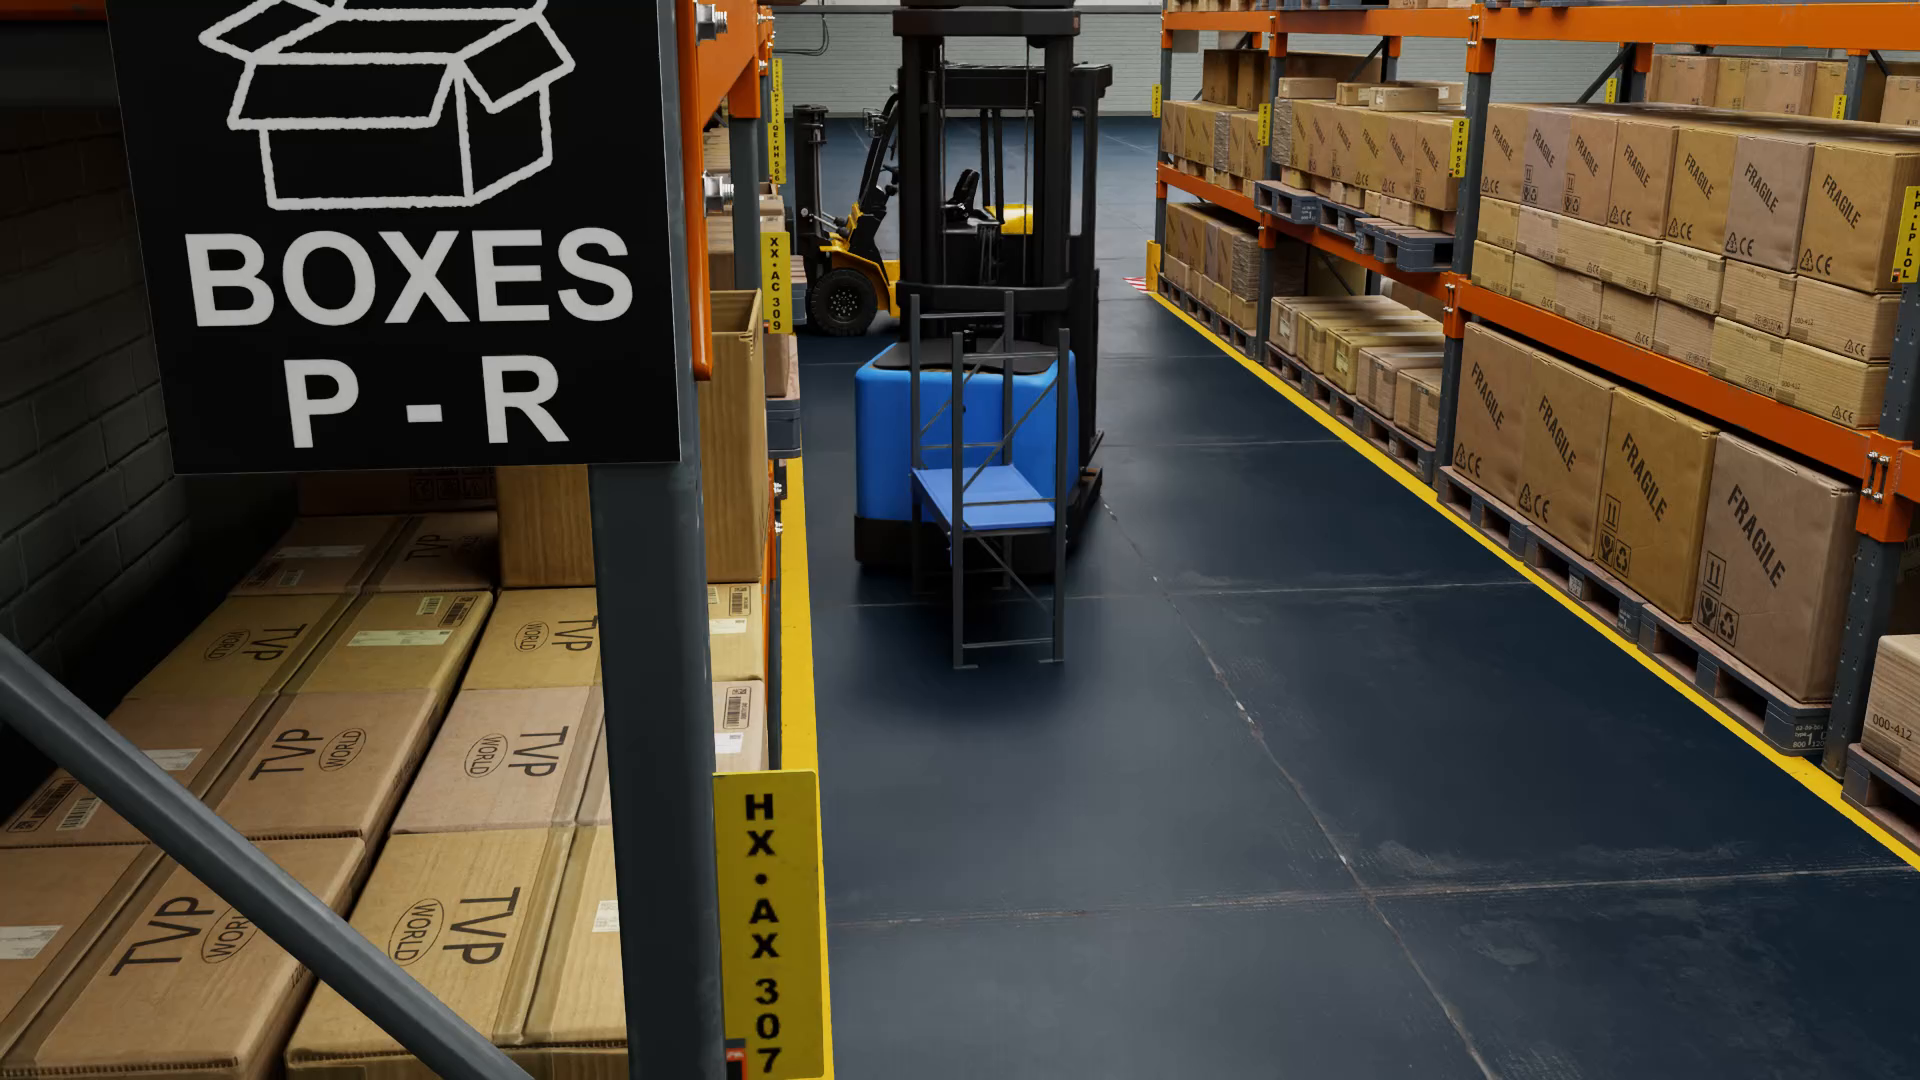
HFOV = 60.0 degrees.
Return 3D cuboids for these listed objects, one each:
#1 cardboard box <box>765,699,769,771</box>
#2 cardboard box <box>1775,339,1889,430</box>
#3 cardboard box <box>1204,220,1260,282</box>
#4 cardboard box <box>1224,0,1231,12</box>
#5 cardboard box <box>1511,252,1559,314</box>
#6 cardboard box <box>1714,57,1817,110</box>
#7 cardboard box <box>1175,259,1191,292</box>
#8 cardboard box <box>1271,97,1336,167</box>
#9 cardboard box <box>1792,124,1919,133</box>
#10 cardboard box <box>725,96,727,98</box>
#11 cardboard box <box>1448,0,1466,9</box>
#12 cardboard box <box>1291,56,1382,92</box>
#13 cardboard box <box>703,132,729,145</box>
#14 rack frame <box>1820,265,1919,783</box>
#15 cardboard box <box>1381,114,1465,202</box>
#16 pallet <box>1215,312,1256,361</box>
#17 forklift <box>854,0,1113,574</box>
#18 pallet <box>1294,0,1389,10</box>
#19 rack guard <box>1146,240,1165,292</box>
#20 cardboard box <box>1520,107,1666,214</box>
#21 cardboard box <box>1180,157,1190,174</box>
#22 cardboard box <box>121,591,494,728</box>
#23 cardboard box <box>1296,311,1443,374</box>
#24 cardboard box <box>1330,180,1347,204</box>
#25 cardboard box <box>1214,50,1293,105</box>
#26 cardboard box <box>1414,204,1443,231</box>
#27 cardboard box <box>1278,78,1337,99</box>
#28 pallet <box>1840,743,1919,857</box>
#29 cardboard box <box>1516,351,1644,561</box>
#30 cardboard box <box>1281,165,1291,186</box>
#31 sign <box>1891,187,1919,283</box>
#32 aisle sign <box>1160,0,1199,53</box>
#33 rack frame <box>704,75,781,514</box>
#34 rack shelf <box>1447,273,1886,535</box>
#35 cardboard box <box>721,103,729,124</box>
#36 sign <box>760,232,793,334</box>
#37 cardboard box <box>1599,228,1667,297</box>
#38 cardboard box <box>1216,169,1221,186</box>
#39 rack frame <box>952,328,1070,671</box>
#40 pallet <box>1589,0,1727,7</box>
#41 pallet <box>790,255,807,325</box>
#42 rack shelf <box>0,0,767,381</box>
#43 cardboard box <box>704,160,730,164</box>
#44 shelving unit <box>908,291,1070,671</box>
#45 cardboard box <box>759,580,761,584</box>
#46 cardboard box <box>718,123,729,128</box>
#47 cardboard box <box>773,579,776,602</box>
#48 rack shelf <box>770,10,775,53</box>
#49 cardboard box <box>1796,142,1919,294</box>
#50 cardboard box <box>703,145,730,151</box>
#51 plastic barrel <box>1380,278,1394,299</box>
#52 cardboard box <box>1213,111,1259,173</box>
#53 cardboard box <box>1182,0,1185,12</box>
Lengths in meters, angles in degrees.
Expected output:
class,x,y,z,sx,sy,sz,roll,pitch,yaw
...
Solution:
class,x,y,z,sx,sy,sz,roll,pitch,yaw
cardboard box,-0.565,0.424,3.239,0.380,0.149,0.250,-2,18,-7
cardboard box,3.506,-0.605,6.346,0.500,0.250,0.500,-2,18,-7
cardboard box,2.542,-2.652,15.253,0.500,0.500,0.500,-1,17,-3
cardboard box,2.578,-4.793,14.849,0.380,0.149,0.250,-2,18,-6
cardboard box,3.261,-1.365,8.766,0.500,0.250,0.500,-2,18,-7
cardboard box,7.734,-4.298,15.806,0.875,0.550,0.500,-2,18,-6
cardboard box,2.419,-2.613,16.382,0.500,0.250,0.500,-1,17,-4
cardboard box,2.741,-3.175,12.919,0.500,0.500,0.500,-1,17,-4
cardboard box,3.915,-1.515,7.160,0.500,0.500,0.500,-2,18,-7
cardboard box,-1.908,-3.764,14.412,0.380,0.149,0.250,-2,18,-6
cardboard box,3.116,-3.215,9.820,0.380,0.149,0.250,-2,18,-6
cardboard box,3.148,-3.738,13.744,0.700,0.500,0.500,-2,18,-6
cardboard box,-1.685,-2.891,12.128,0.380,0.149,0.250,-2,18,-6
rack frame,3.803,-0.550,5.923,1.000,3.000,0.127,-2,18,-6
cardboard box,3.003,-2.413,10.490,0.500,0.500,0.500,-2,18,-7
pallet,2.874,-1.803,14.566,1.003,0.211,1.213,-2,18,-6
forklift,0.254,-1.626,9.464,1.130,2.935,3.031,3,18,11
pallet,3.046,-3.779,11.513,1.213,0.211,1.003,-2,18,-6
rack guard,2.573,-2.910,17.613,1.175,0.500,0.348,-2,18,-6
cardboard box,3.259,-1.965,8.592,0.500,0.500,0.500,-2,18,-5
cardboard box,2.362,-3.665,16.262,0.380,0.149,0.250,-2,17,-5
cardboard box,-1.131,0.295,2.983,0.500,0.250,0.500,-1,17,-4
cardboard box,3.112,-1.510,12.666,0.950,0.372,0.625,-1,17,-2
cardboard box,2.828,-2.451,11.694,0.380,0.149,0.250,-1,17,-4
cardboard box,2.880,-4.496,16.157,0.700,0.500,0.500,-2,18,-5
cardboard box,3.023,-1.991,10.229,0.380,0.149,0.250,-2,17,-5
cardboard box,2.675,-3.482,12.814,0.380,0.149,0.250,-2,18,-6
pallet,3.804,1.009,5.611,1.003,0.211,1.213,-2,18,-6
cardboard box,3.467,-0.455,8.463,0.875,0.875,0.875,-2,17,-5
cardboard box,2.721,-2.840,12.934,0.380,0.149,0.250,-2,17,-5
sign,3.265,-1.045,5.698,0.100,0.325,0.005,-2,18,-6
aisle sign,2.251,-5.375,16.950,0.394,0.787,0.004,-2,18,-6
rack frame,-1.546,-1.588,9.227,1.000,3.000,0.127,-2,18,-6
rack shelf,3.597,-0.803,7.928,1.077,0.370,4.000,-2,18,-6
cardboard box,-1.696,-3.383,13.198,0.380,0.149,0.250,-1,17,-5
sign,-0.595,-0.828,5.362,0.100,0.325,0.005,-2,18,-6
cardboard box,3.328,-1.296,7.714,0.500,0.250,0.500,-1,17,-5
cardboard box,2.537,-3.280,15.037,0.380,0.149,0.250,-2,18,-7
rack frame,0.213,-0.158,7.177,0.500,1.500,0.032,-3,18,-11
pallet,3.628,-2.560,7.631,1.003,0.211,1.213,-1,17,-3
pallet,-1.406,-1.296,8.619,1.213,0.211,1.003,-2,18,-6
rack shelf,-0.927,-0.888,3.191,1.077,0.370,4.000,-2,18,-6
cardboard box,-1.315,-2.128,9.699,0.380,0.149,0.250,-1,17,-4
shelving unit,0.111,-0.308,7.653,0.538,1.500,1.048,-3,18,-11
cardboard box,-0.734,-0.024,4.001,0.500,0.250,0.500,-2,18,-6
cardboard box,-1.730,-3.240,13.239,0.380,0.149,0.250,-2,18,-7
cardboard box,-1.119,-0.017,7.695,0.500,0.500,0.500,-2,18,-8
rack shelf,-2.165,-4.463,14.579,1.077,0.370,4.000,-2,18,-6
cardboard box,3.507,-1.201,6.157,0.500,0.500,0.500,-1,17,-4
cardboard box,-1.553,-2.508,10.907,0.380,0.149,0.250,-2,18,-6
plastic barrel,4.285,-2.328,15.885,0.512,0.421,0.421,11,21,32
cardboard box,2.567,-3.556,14.832,0.500,0.500,0.500,-1,17,-4
cardboard box,2.393,-5.253,16.312,0.380,0.149,0.250,-2,18,-7
